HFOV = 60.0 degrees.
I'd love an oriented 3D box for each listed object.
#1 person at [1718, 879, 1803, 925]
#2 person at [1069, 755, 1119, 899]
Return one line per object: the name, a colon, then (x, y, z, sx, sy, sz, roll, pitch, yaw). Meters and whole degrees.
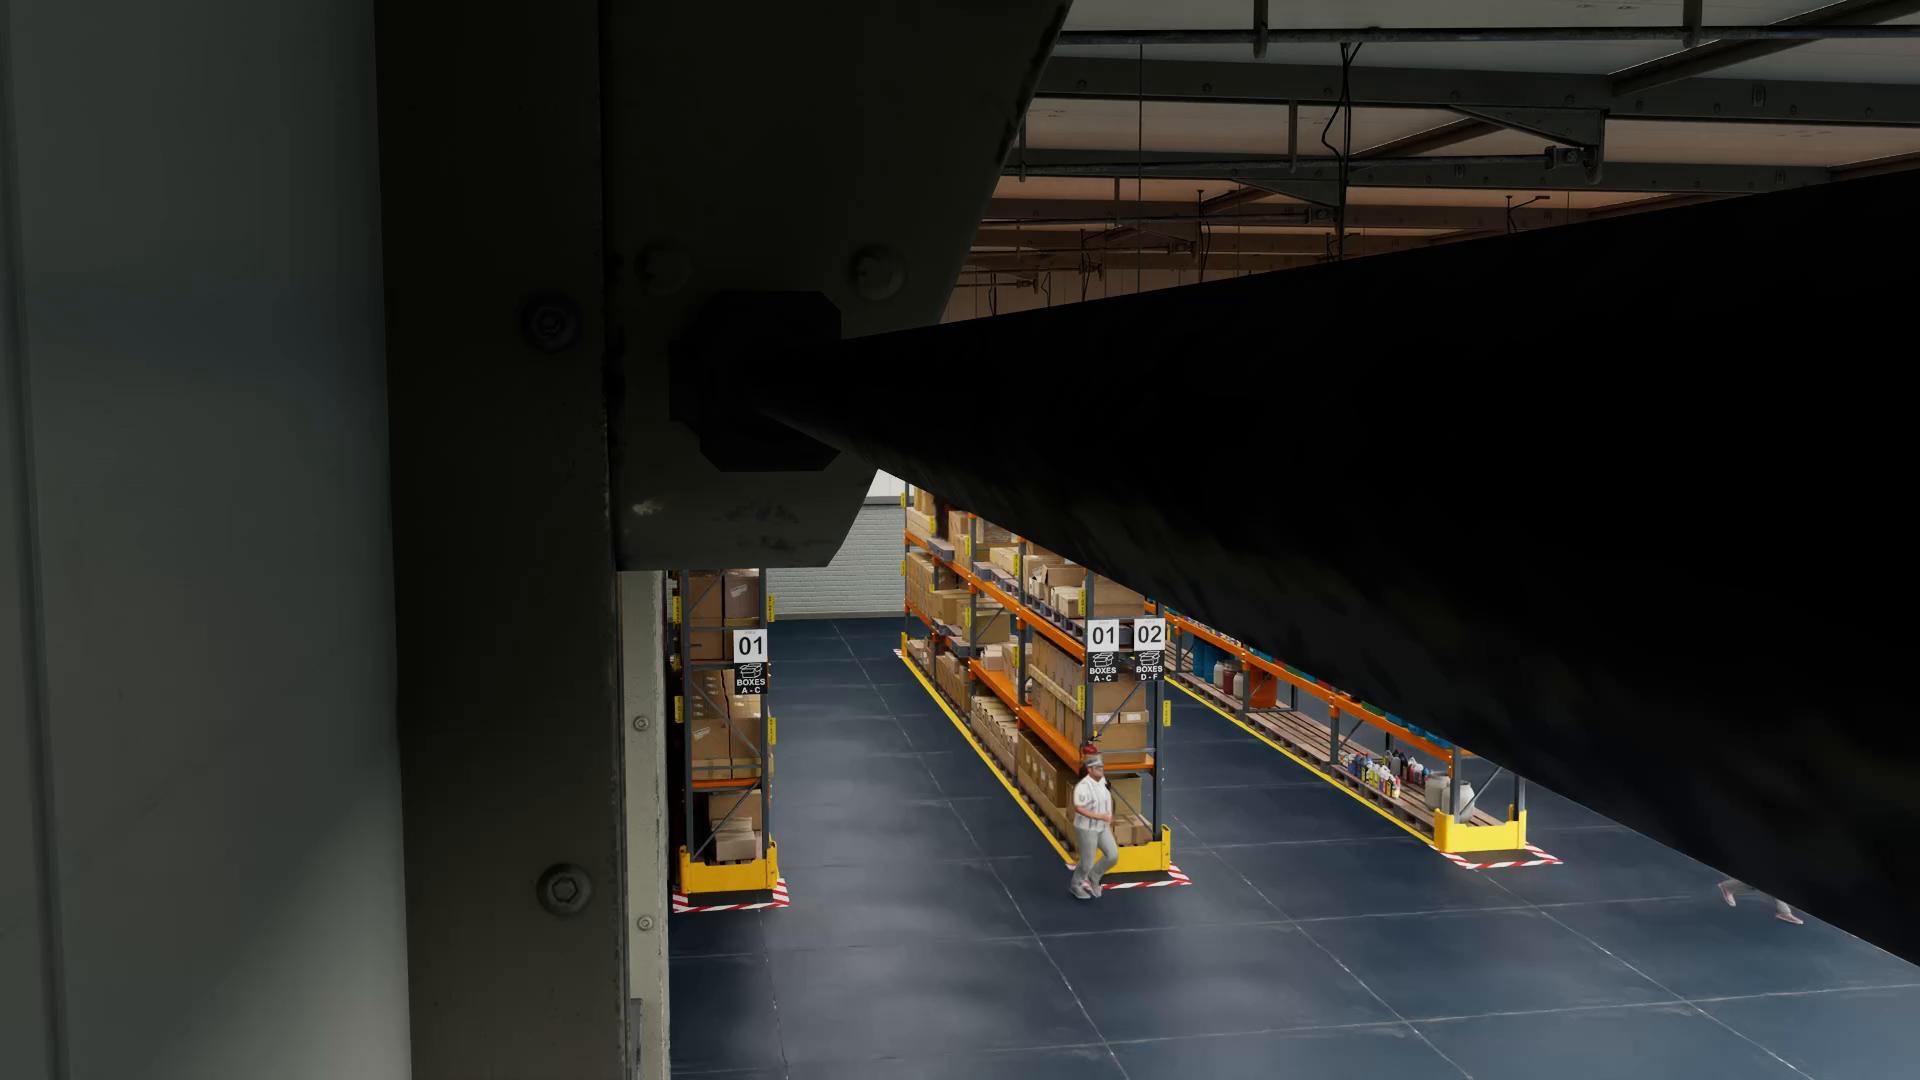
person: (9.223, 3.550, 19.110, 0.896, 1.648, 0.599, 2, 6, 20)
person: (1.628, 3.419, 19.762, 0.675, 1.788, 0.687, 6, 8, 43)
